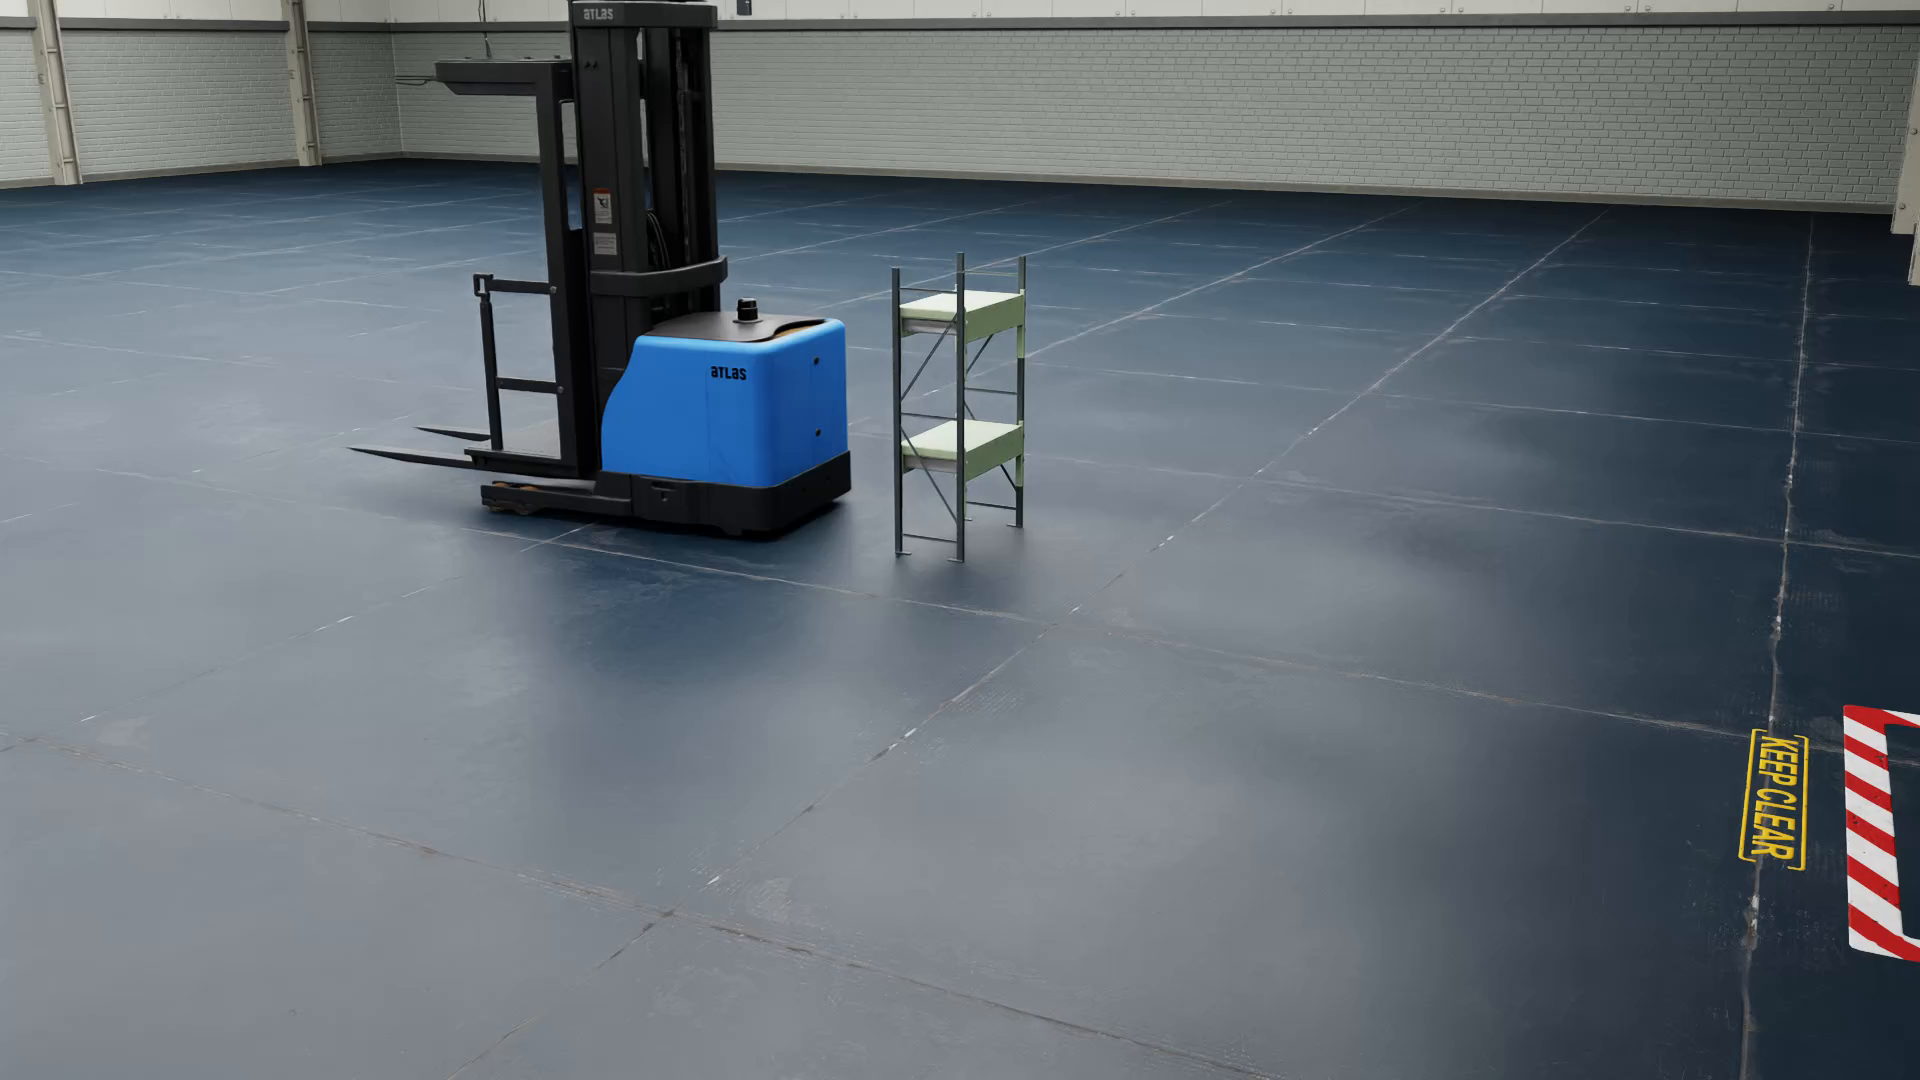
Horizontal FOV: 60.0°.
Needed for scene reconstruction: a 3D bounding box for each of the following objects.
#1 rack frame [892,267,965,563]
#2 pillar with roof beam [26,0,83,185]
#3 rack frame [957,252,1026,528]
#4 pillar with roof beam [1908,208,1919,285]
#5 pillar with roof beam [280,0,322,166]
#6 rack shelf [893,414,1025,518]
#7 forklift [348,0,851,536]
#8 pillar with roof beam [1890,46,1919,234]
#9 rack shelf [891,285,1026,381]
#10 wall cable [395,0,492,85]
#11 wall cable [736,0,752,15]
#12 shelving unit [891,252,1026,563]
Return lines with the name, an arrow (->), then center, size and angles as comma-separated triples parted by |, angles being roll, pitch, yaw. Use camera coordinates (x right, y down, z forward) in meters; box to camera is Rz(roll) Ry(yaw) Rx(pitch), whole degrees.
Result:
rack frame -> -0.161, -0.627, 8.503 | 0.400, 1.500, 0.023 | 8, 18, 25
pillar with roof beam -> -13.444, -10.669, 29.140 | 9.100, 9.000, 0.400 | 8, 18, 25
rack frame -> 0.167, -0.814, 9.130 | 0.400, 1.500, 0.023 | 8, 18, 25
pillar with roof beam -> 7.033, -7.757, 19.336 | 9.100, 9.000, 0.400 | 8, 18, 25
pillar with roof beam -> -10.763, -12.197, 34.286 | 9.100, 9.000, 0.400 | 8, 18, 25
rack shelf -> 0.003, -0.408, 8.909 | 0.431, 0.370, 0.720 | 8, 18, 25
forklift -> -2.207, -1.677, 9.524 | 3.031, 2.935, 1.130 | 7, 18, 22
pillar with roof beam -> 9.714, -9.285, 24.481 | 9.100, 9.000, 0.400 | 8, 18, 25
rack shelf -> 0.003, -1.095, 8.705 | 0.431, 0.370, 0.720 | 8, 18, 25
wall cable -> -12.115, -11.839, 38.532 | 3.097, 2.526, 0.112 | 8, 18, 25
wall cable -> -3.629, -13.746, 33.526 | 2.305, 6.003, 0.169 | 8, 18, 25
shelving unit -> 0.003, -0.721, 8.817 | 0.431, 1.500, 0.755 | 8, 18, 25
